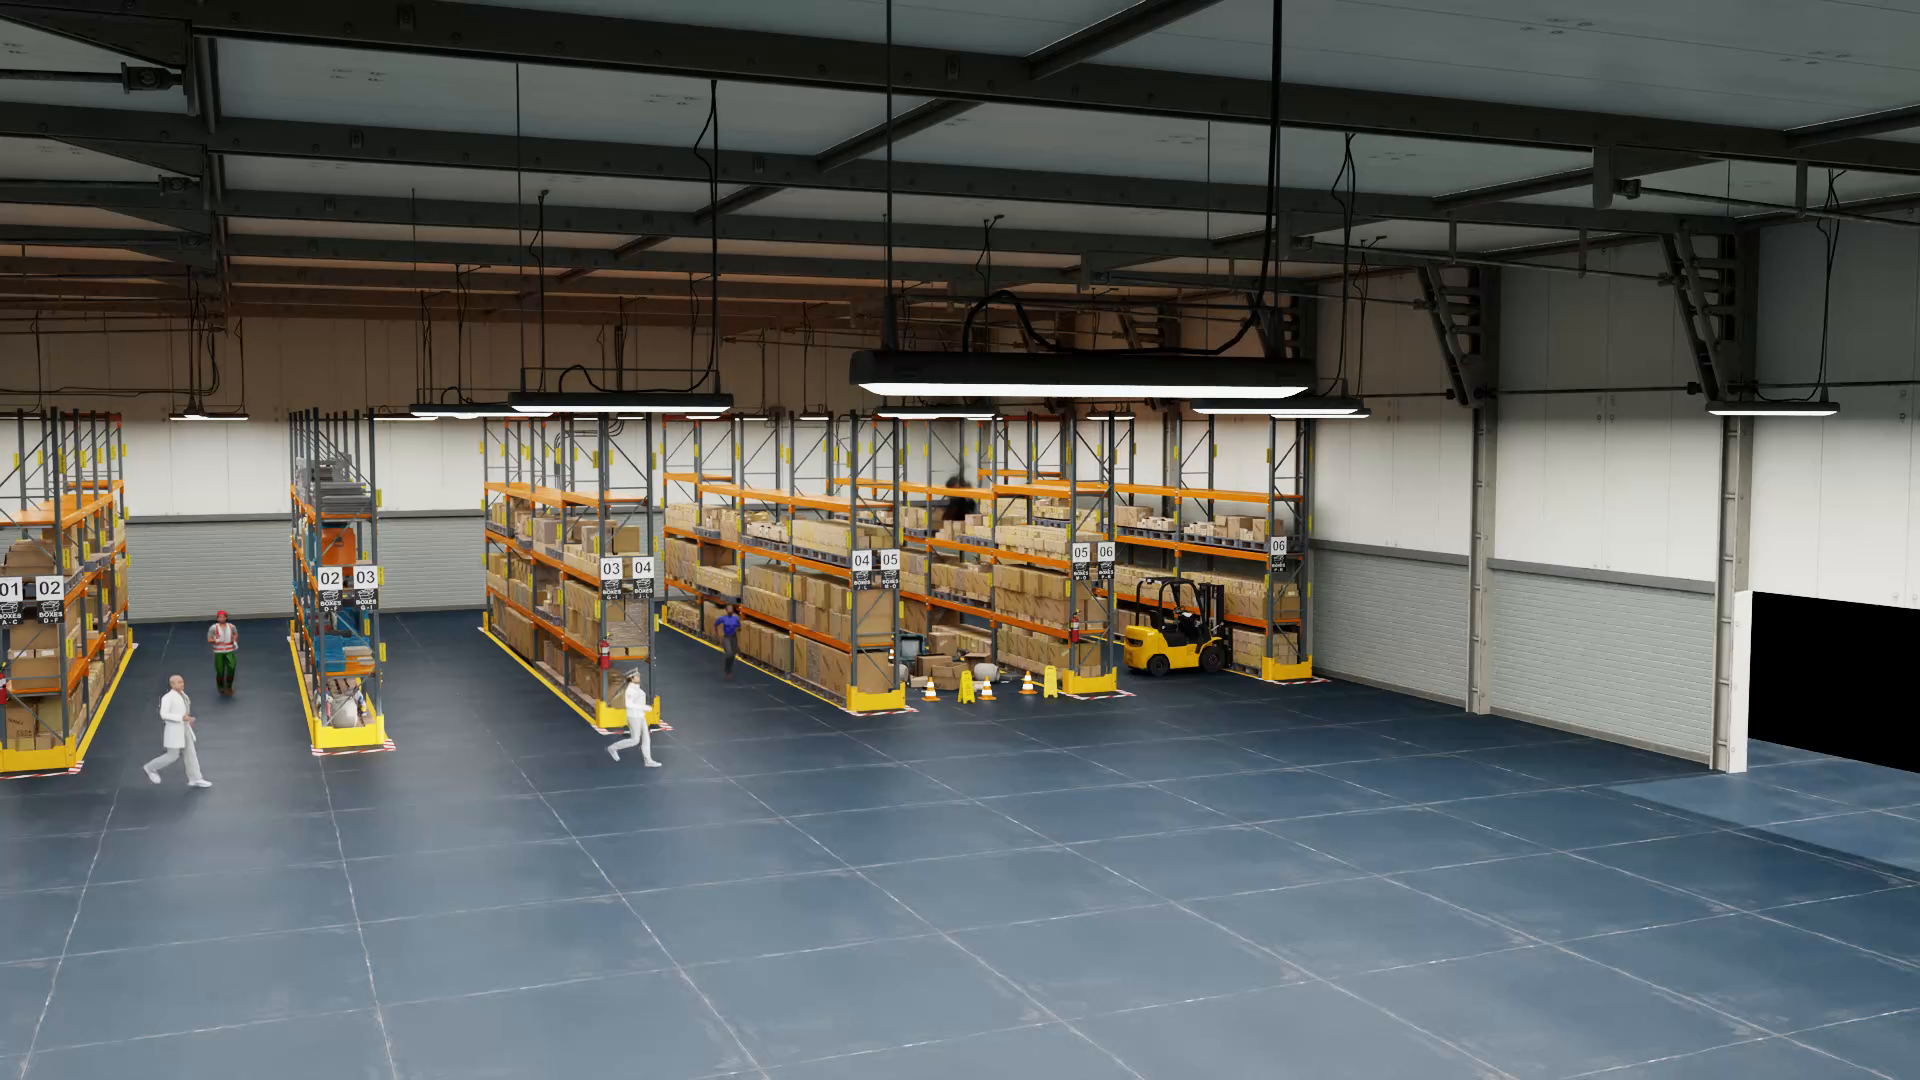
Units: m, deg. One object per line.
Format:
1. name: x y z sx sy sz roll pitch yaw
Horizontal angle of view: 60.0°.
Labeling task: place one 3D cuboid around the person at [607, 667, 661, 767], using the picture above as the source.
1. person: -5.401 2.943 27.593 0.890 1.663 0.618 0 4 2

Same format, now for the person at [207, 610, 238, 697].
1. person: -15.445 2.389 34.910 0.631 1.823 0.694 -3 5 -34

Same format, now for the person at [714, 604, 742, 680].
1. person: -5.169 2.300 37.287 0.543 1.688 0.725 -3 5 -33

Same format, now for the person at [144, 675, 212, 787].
1. person: -12.259 2.993 26.026 1.057 1.766 0.724 0 4 6
